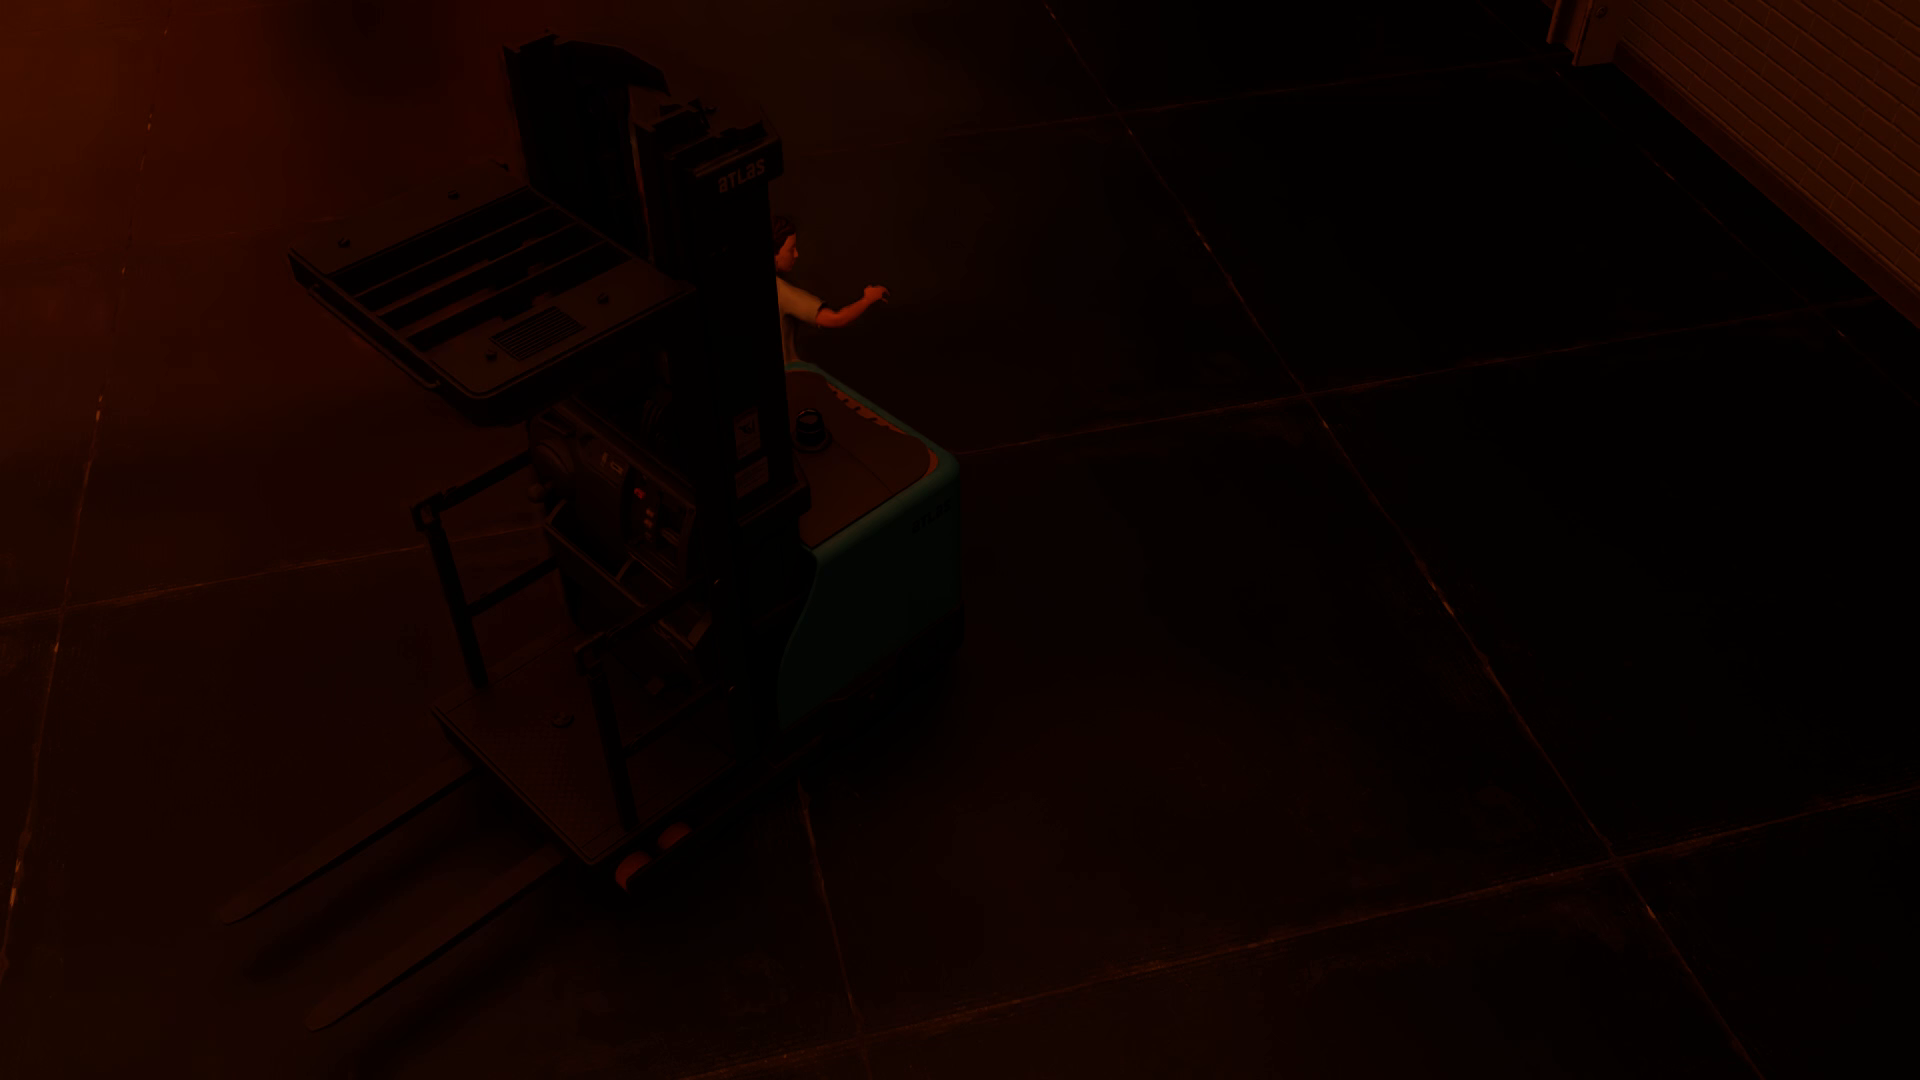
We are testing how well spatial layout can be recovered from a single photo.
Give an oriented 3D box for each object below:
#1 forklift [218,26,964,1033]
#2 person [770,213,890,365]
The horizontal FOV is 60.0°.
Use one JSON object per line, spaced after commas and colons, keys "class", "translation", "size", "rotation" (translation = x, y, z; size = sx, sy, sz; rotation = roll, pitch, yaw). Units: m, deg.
{"class": "forklift", "translation": [-1.380, -0.118, 5.770], "size": [3.031, 2.935, 1.130], "rotation": [-34, 53, -31]}
{"class": "person", "translation": [-0.699, -0.879, 7.699], "size": [0.767, 1.438, 1.072], "rotation": [-1, 43, -1]}
